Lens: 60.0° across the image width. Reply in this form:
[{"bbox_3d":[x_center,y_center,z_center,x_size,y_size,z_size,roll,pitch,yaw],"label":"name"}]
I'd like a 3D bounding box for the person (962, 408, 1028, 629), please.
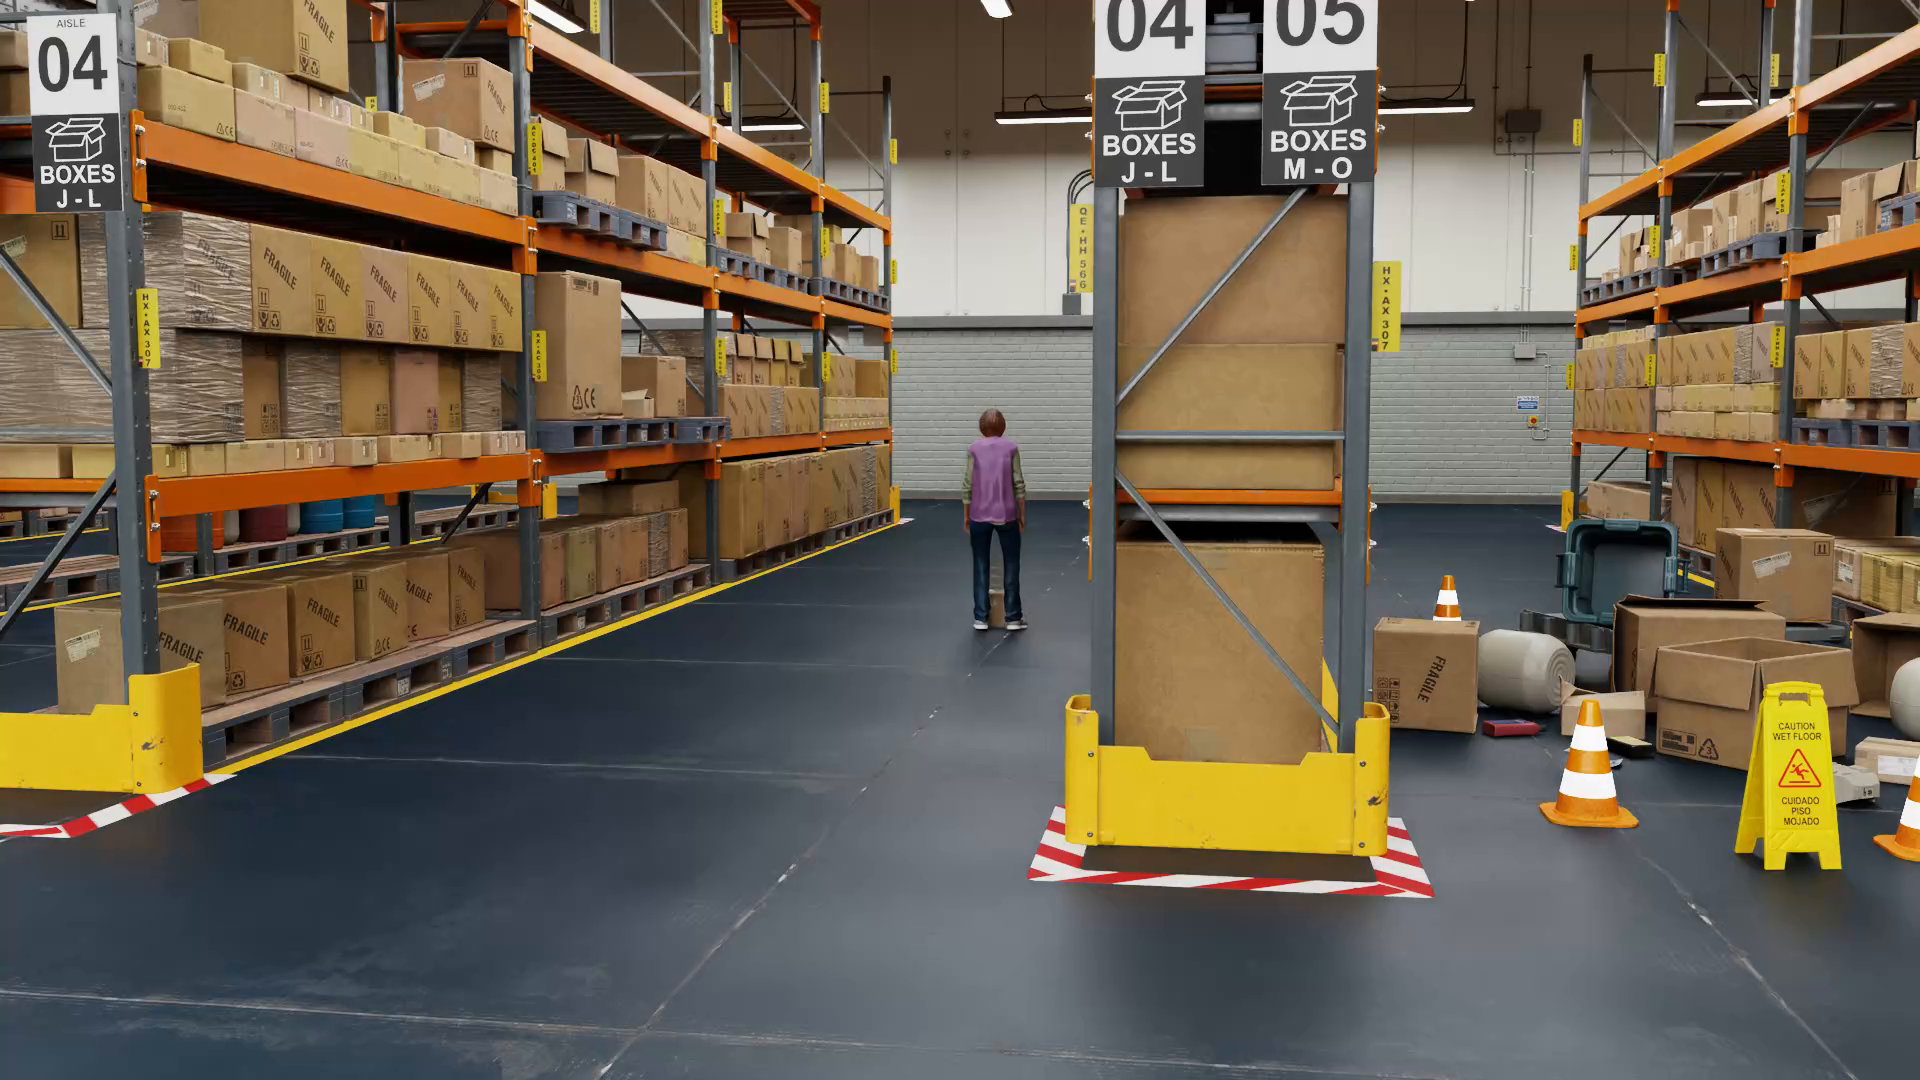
[{"bbox_3d":[0.249,-0.146,11.931,0.469,1.590,0.348,1,5,6],"label":"person"}]
